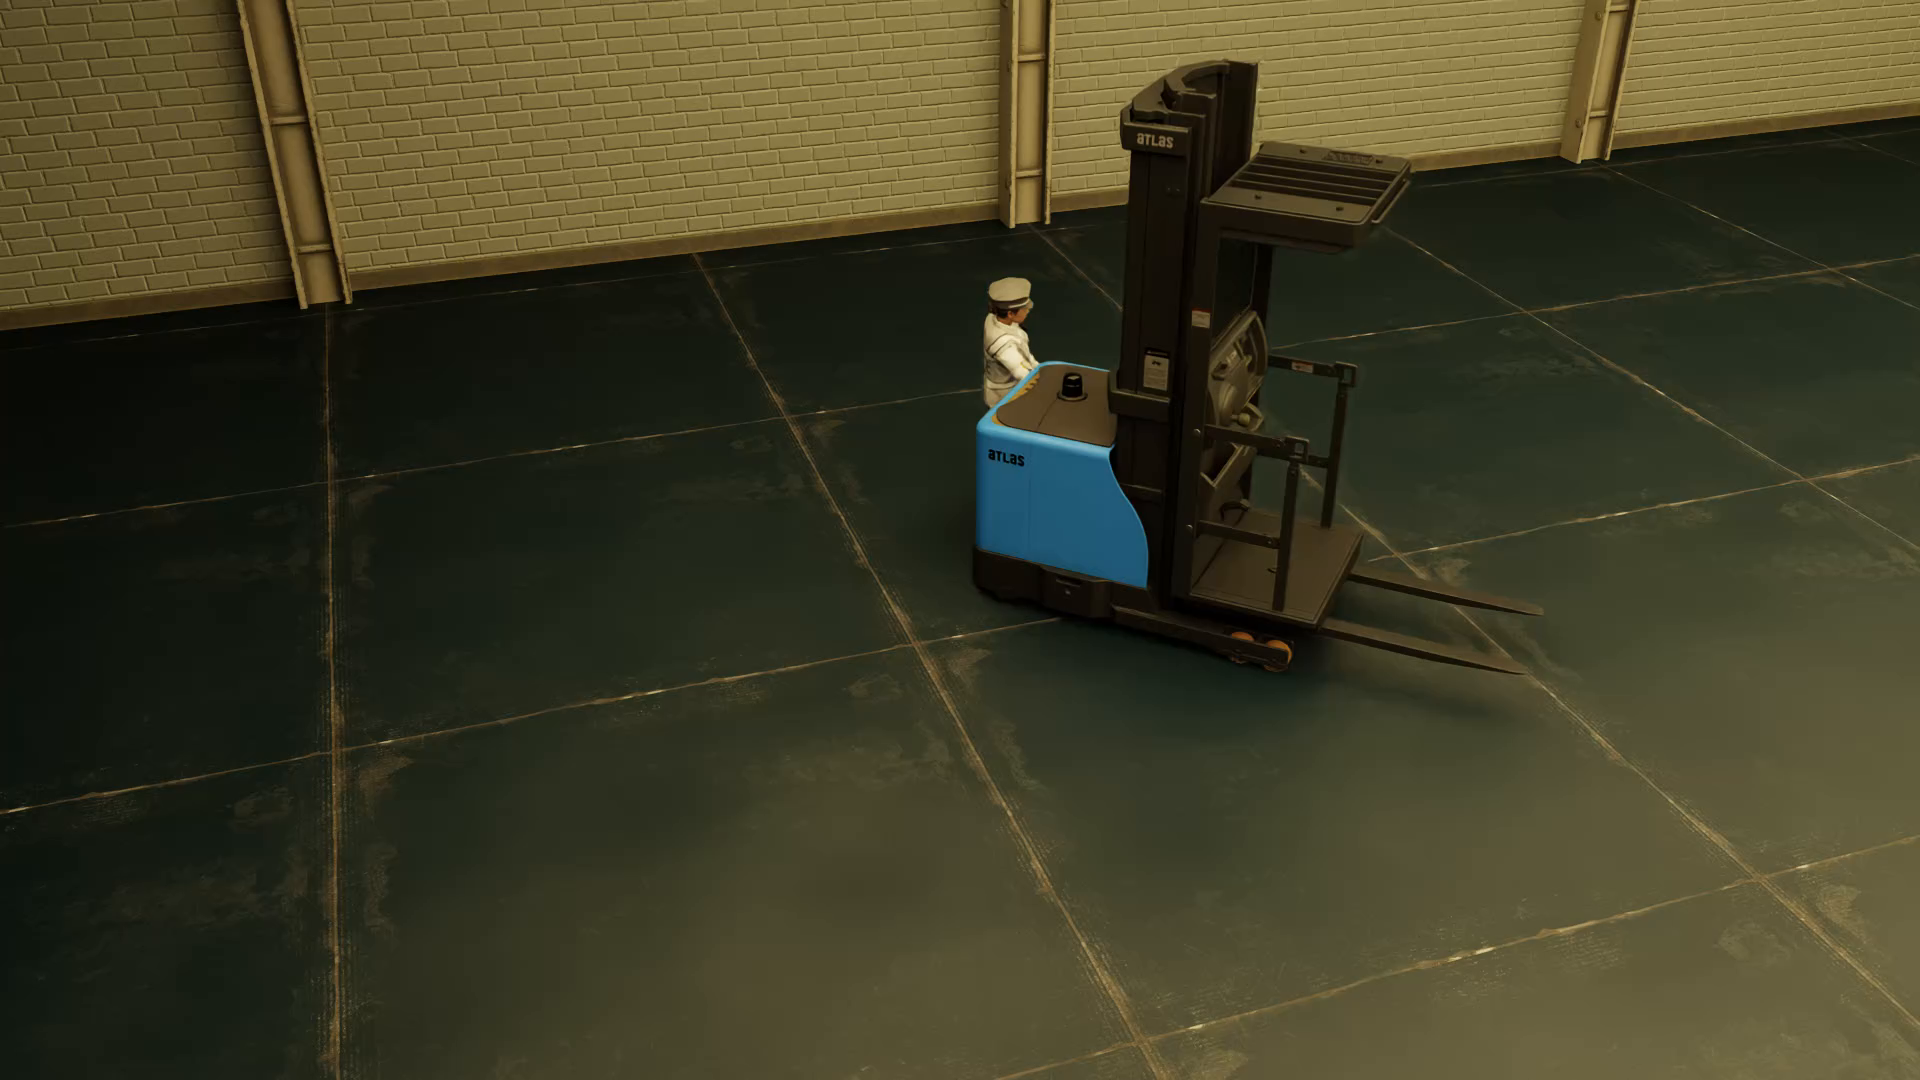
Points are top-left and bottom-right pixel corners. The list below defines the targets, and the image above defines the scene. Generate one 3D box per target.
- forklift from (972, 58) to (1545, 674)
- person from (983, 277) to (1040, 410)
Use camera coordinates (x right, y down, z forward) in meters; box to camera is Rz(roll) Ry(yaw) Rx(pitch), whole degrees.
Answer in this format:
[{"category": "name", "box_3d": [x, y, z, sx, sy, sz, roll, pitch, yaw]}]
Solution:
[{"category": "forklift", "box_3d": [1.629, -0.874, 8.606, 3.031, 2.935, 1.130, 13, 32, 22]}, {"category": "person", "box_3d": [0.474, -0.848, 9.977, 0.664, 1.506, 0.750, -1, 30, -2]}]
